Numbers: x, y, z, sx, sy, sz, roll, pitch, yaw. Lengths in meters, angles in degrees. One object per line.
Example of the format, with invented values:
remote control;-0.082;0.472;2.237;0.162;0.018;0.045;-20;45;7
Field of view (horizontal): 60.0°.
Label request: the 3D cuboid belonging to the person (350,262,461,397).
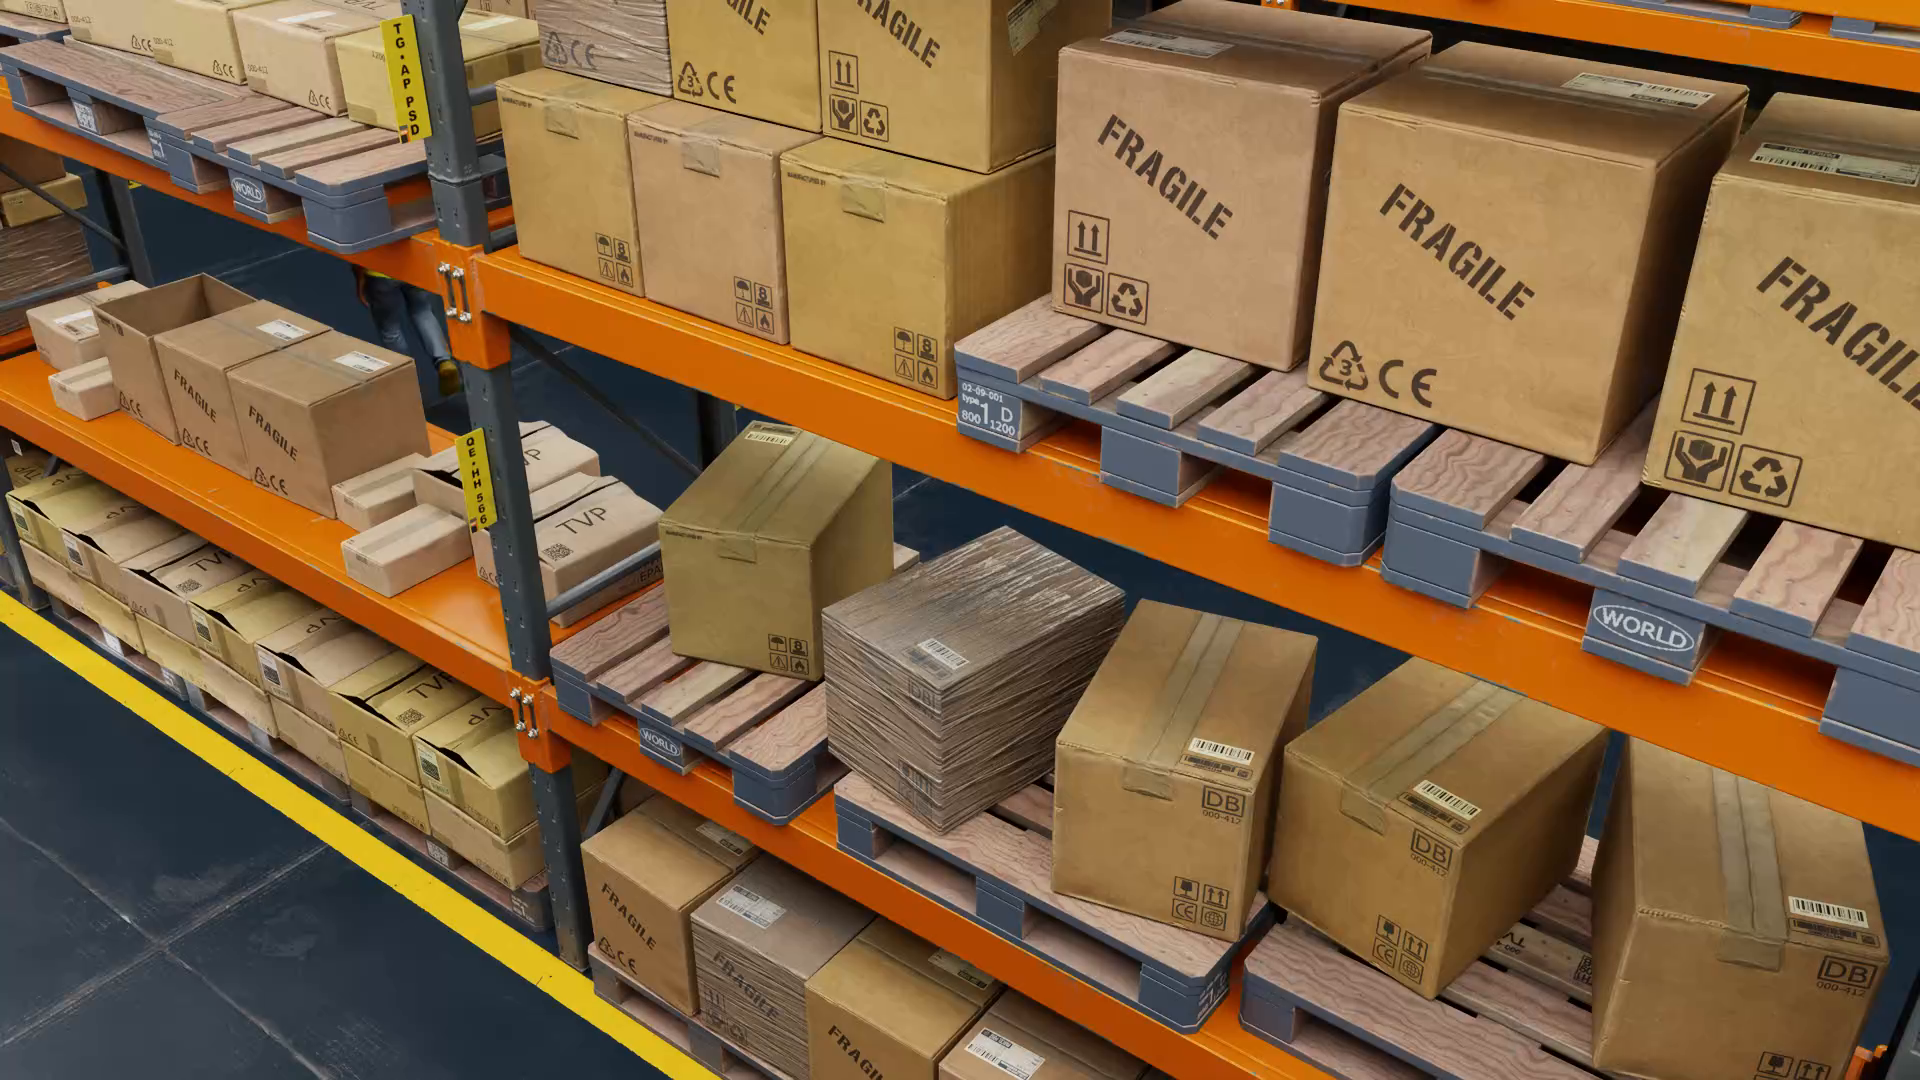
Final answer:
person;-3.301;-1.608;9.778;0.579;1.751;0.614;-23;37;-33
